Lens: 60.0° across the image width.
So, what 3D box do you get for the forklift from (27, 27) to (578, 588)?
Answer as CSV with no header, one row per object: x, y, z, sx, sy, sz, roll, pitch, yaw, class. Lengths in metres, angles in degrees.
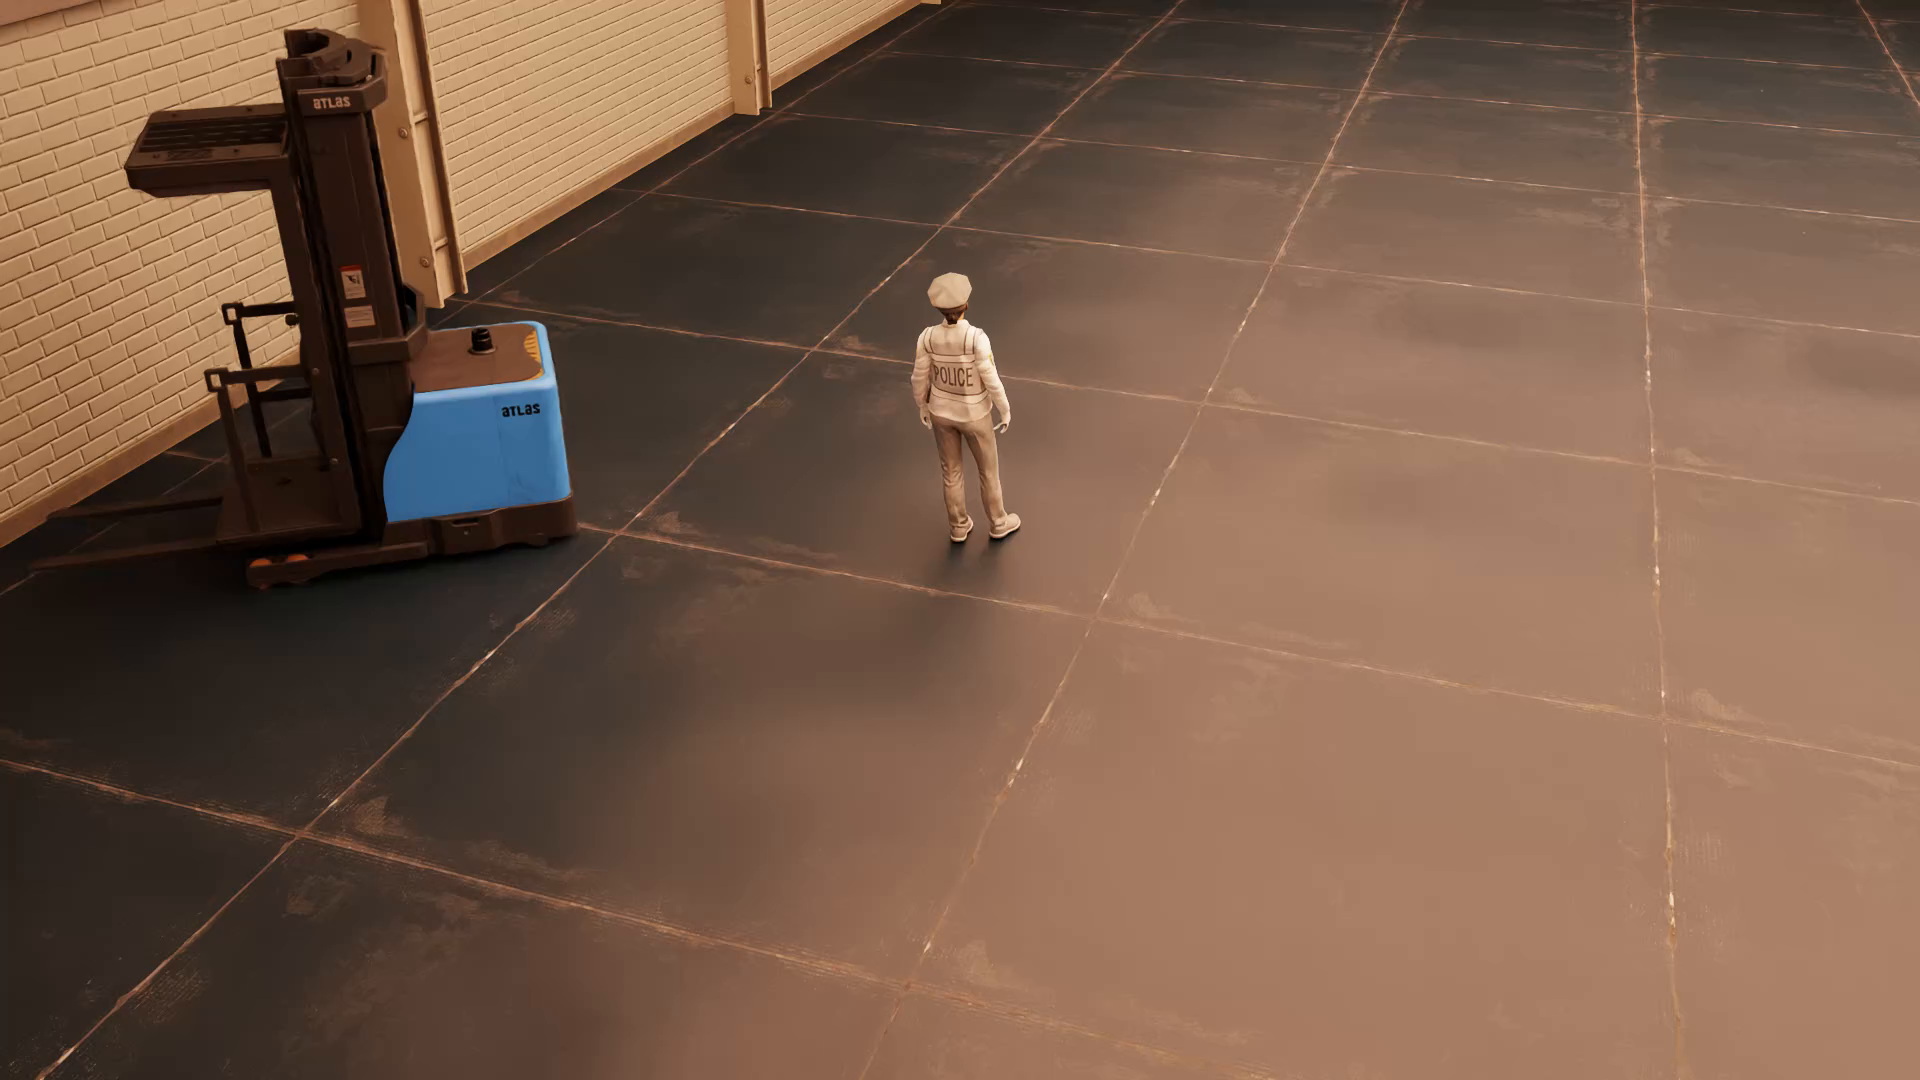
-3.894,-1.285,9.391,3.031,2.935,1.130,-8,31,-14,forklift

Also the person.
0.029,-0.773,9.727,0.586,1.694,0.530,10,31,16,person
